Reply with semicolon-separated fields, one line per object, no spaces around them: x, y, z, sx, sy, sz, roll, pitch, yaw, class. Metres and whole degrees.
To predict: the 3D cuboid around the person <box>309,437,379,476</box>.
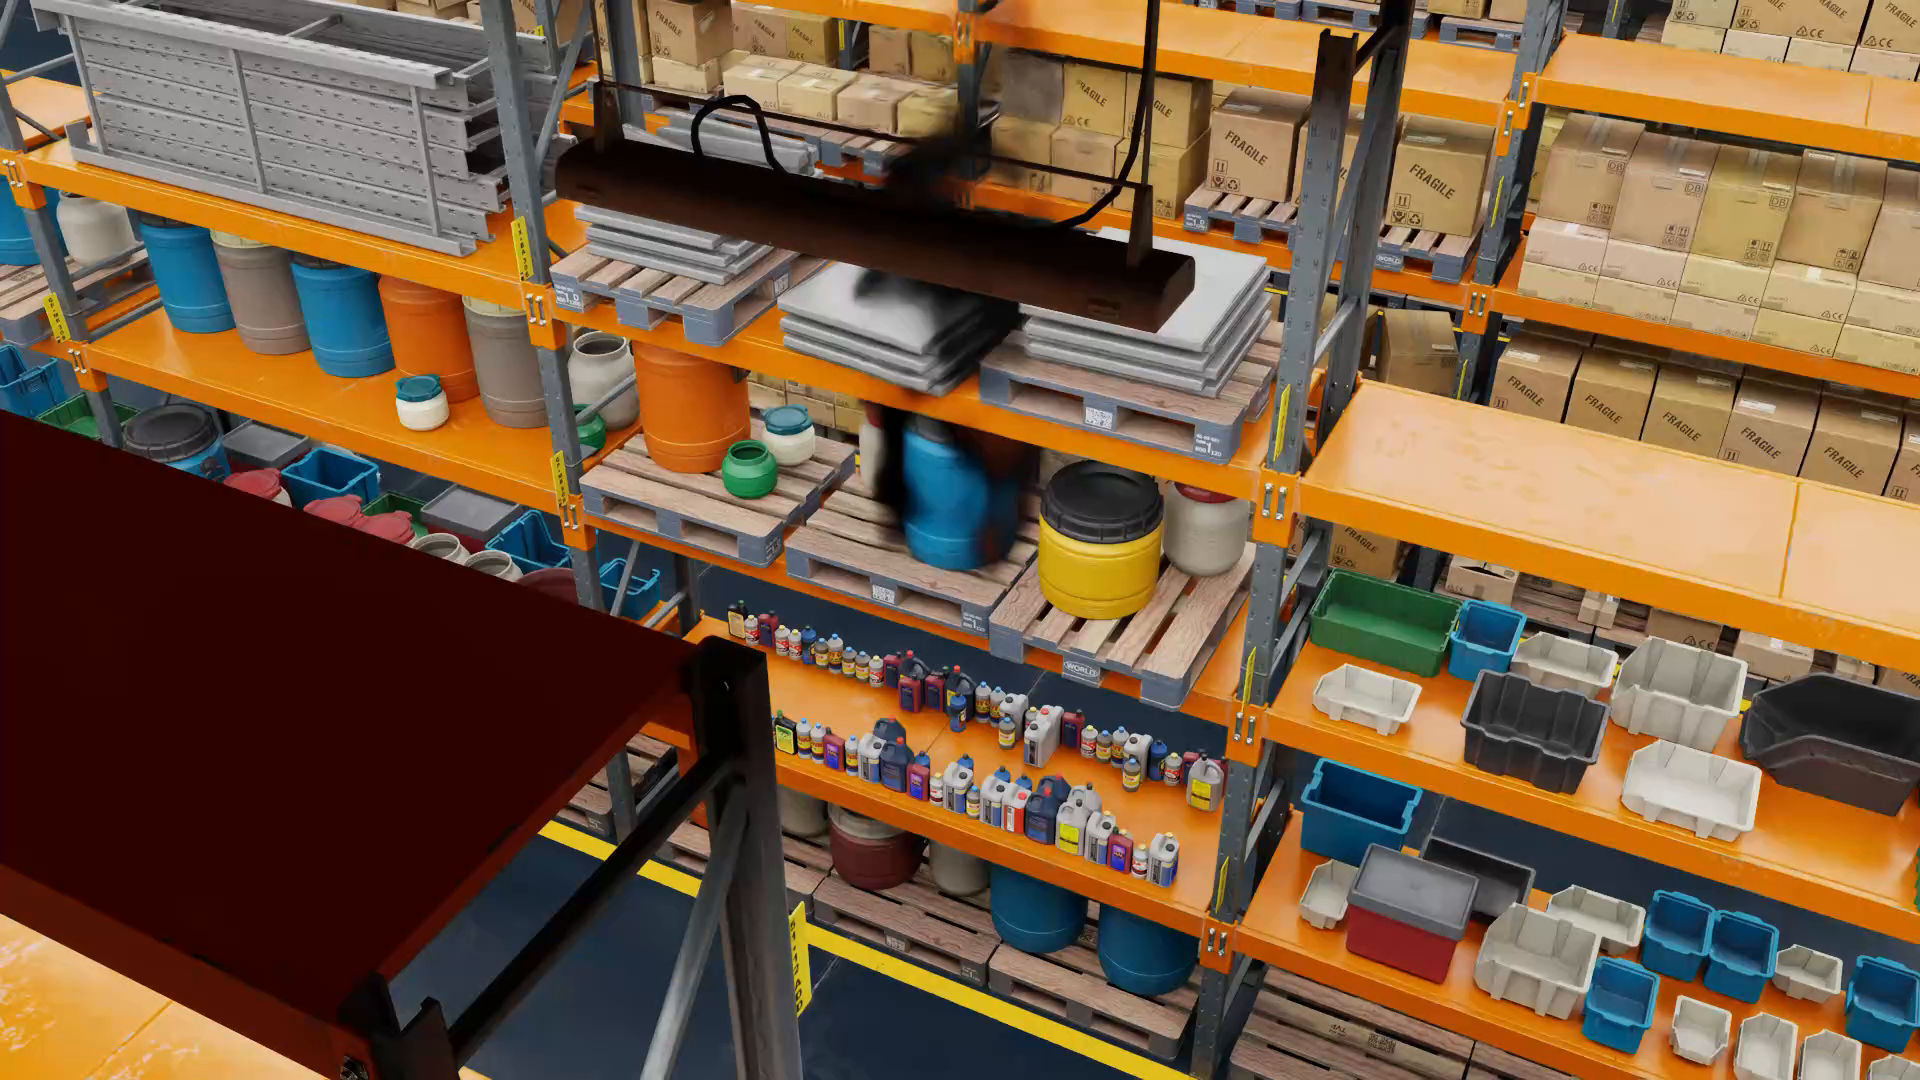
-5.429;-1.146;14.010;0.969;1.655;0.564;7;36;10;person
